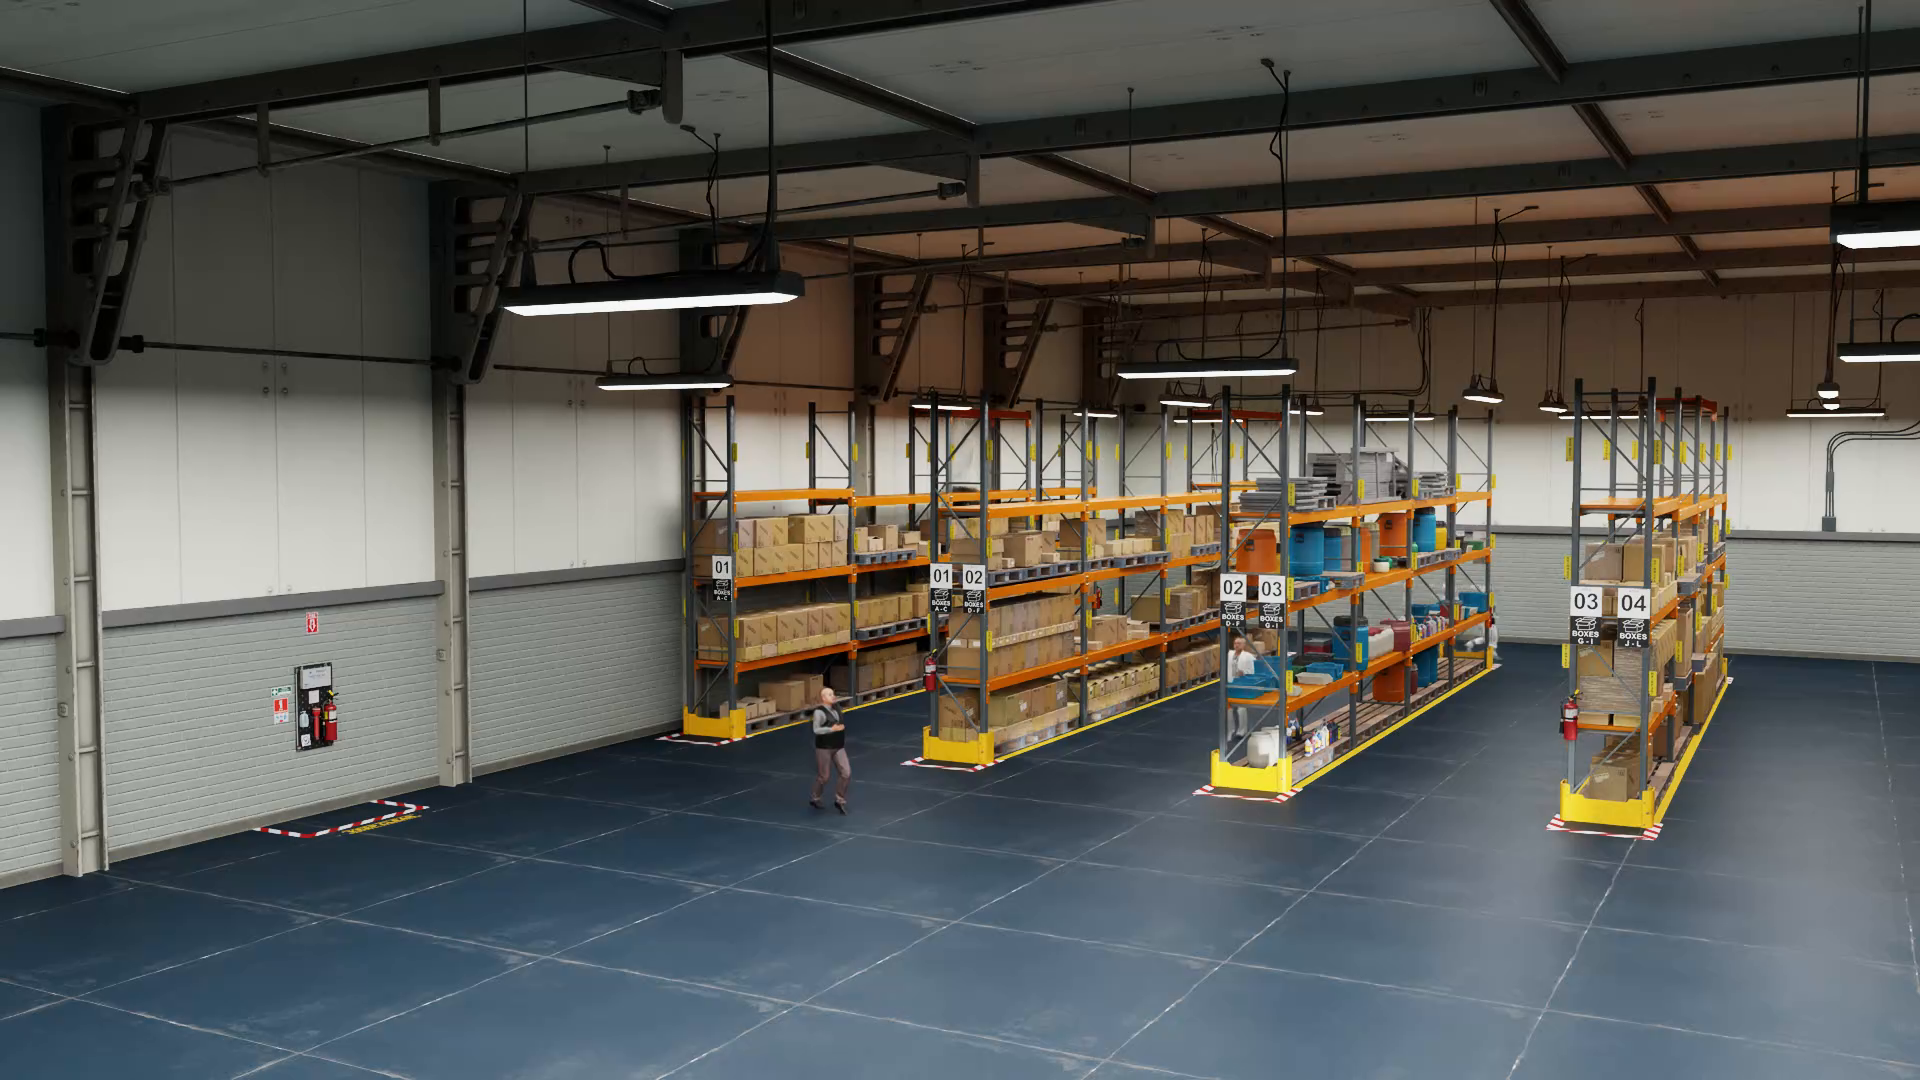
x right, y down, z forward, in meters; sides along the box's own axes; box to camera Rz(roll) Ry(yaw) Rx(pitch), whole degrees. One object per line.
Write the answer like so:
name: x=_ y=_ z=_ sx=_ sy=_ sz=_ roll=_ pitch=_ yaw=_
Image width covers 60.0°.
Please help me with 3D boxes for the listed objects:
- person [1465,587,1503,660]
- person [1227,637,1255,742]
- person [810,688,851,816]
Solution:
person: x=12.741 y=2.006 z=40.305 sx=0.880 sy=1.780 sz=0.664 roll=2 pitch=4 yaw=36
person: x=4.824 y=2.605 z=28.916 sx=0.681 sy=1.837 sz=0.829 roll=1 pitch=3 yaw=26
person: x=-1.790 y=2.931 z=22.989 sx=0.636 sy=1.768 sz=0.726 roll=-3 pitch=4 yaw=-45
